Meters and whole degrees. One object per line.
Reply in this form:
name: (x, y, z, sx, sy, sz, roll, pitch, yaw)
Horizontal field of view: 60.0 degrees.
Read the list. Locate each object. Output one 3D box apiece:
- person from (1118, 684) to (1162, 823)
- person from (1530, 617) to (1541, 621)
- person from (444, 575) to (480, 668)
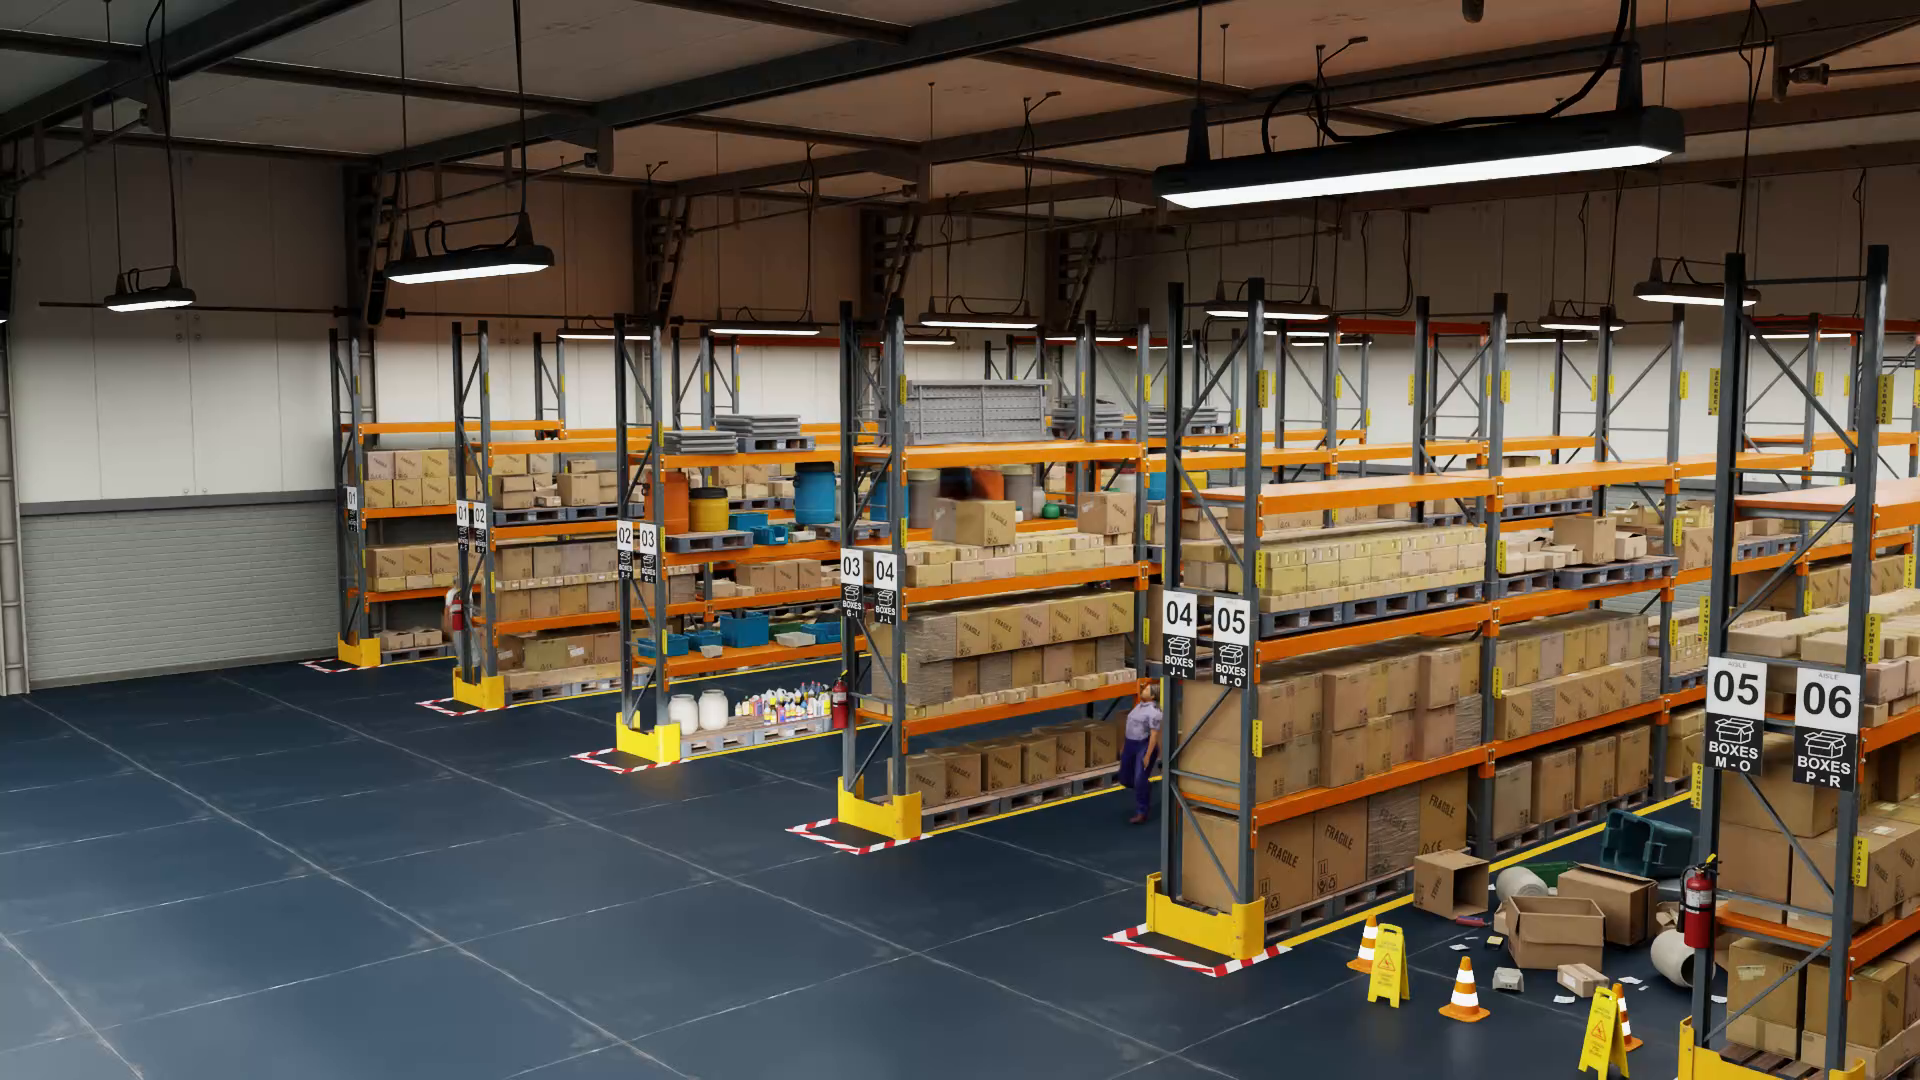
person: (2.142, 2.452, 19.402, 0.554, 1.586, 0.674, 5, 8, 42)
person: (8.069, 1.948, 23.557, 1.047, 1.723, 0.624, -4, 7, -37)
person: (-8.855, 1.434, 29.555, 0.557, 1.658, 0.413, -1, 6, -7)
